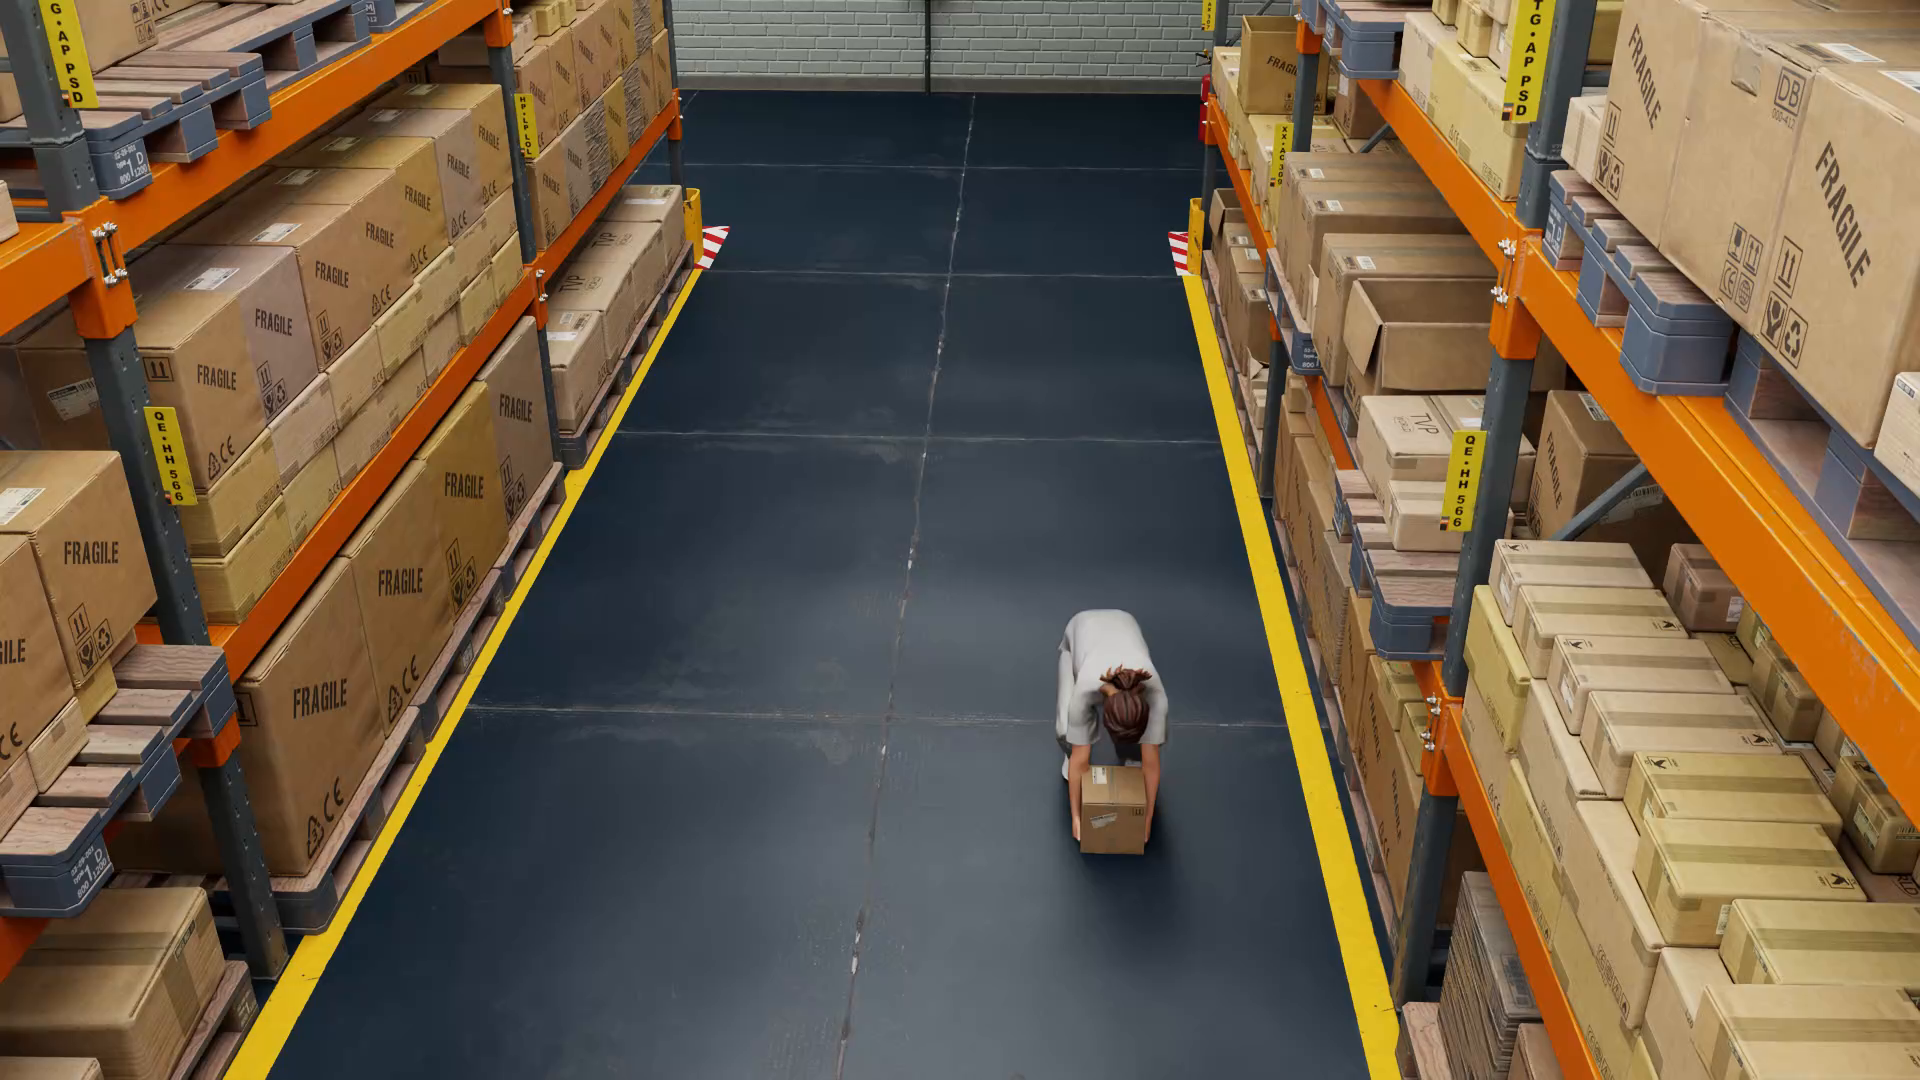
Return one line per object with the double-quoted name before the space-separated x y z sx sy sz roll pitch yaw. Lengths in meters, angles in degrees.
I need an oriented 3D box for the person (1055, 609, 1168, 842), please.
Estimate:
"person" 0.615 0.718 6.781 0.459 0.762 0.867 0 28 0
